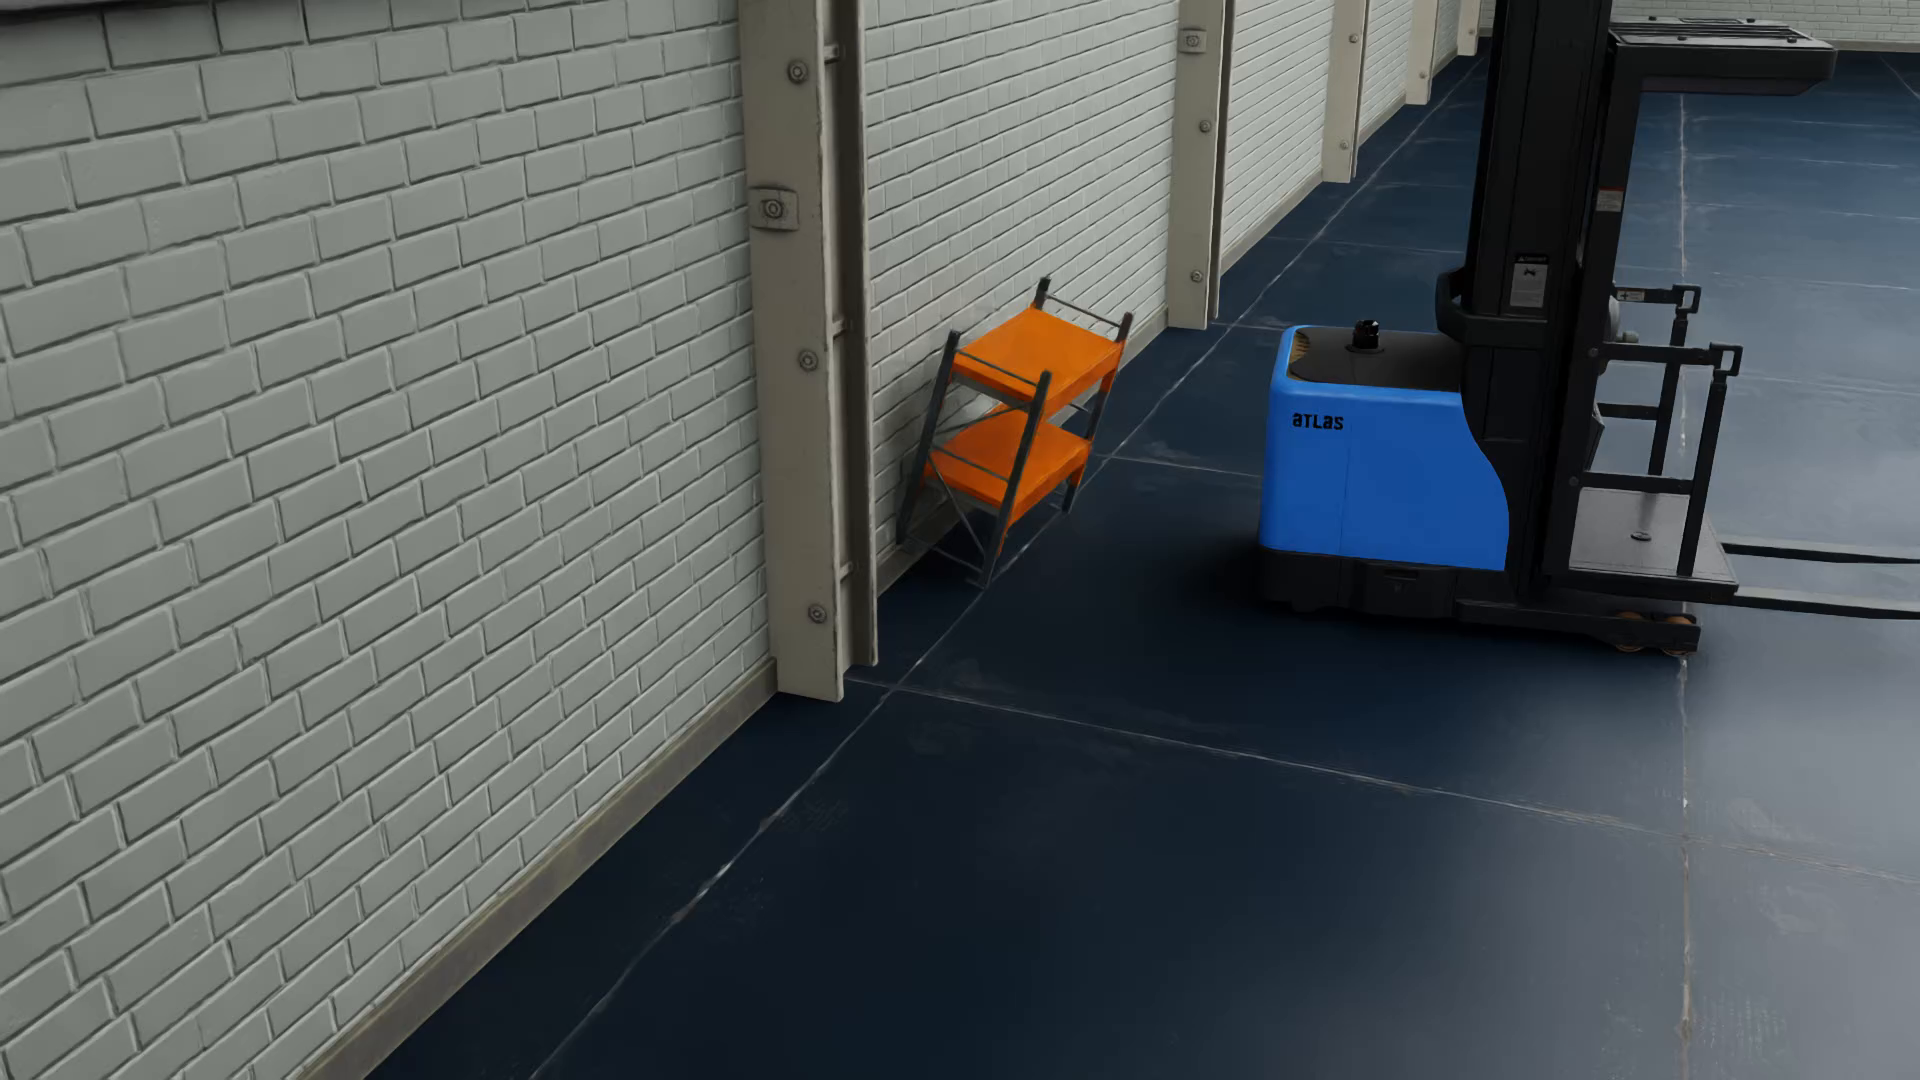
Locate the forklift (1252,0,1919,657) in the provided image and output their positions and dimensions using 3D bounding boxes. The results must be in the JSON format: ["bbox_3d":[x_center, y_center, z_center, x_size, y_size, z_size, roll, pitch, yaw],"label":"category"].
[{"bbox_3d":[2.892,-1.083,7.040,3.031,2.935,1.130,5,23,13],"label":"forklift"}]

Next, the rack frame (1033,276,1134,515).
[{"bbox_3d":[0.479,-0.710,8.323,0.500,1.125,0.032,25,31,16],"label":"rack frame"}]

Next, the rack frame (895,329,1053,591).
[{"bbox_3d":[0.041,-0.345,7.481,0.500,1.125,0.032,25,31,16],"label":"rack frame"}]

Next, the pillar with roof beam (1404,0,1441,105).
[{"bbox_3d":[10.124,-9.417,19.119,9.100,9.000,0.400,9,24,20],"label":"pillar with roof beam"}]

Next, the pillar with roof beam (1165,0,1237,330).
[{"bbox_3d":[5.666,-5.122,8.838,9.100,9.000,0.400,9,24,20],"label":"pillar with roof beam"}]

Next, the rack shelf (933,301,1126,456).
[{"bbox_3d":[0.331,-0.772,7.759,0.538,0.278,1.000,25,31,16],"label":"rack shelf"}]

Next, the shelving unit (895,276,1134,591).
[{"bbox_3d":[0.260,-0.527,7.902,0.538,1.125,1.048,25,31,16],"label":"shelving unit"}]

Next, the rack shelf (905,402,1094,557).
[{"bbox_3d":[0.200,-0.323,8.022,0.538,0.278,1.000,25,31,16],"label":"rack shelf"}]

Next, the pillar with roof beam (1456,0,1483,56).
[{"bbox_3d":[12.353,-11.564,24.259,9.100,9.000,0.400,9,24,20],"label":"pillar with roof beam"}]

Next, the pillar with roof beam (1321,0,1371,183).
[{"bbox_3d":[7.895,-7.270,13.978,9.100,9.000,0.400,9,24,20],"label":"pillar with roof beam"}]

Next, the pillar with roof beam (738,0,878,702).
[{"bbox_3d":[3.438,-2.975,3.698,9.100,9.000,0.400,9,24,20],"label":"pillar with roof beam"}]
